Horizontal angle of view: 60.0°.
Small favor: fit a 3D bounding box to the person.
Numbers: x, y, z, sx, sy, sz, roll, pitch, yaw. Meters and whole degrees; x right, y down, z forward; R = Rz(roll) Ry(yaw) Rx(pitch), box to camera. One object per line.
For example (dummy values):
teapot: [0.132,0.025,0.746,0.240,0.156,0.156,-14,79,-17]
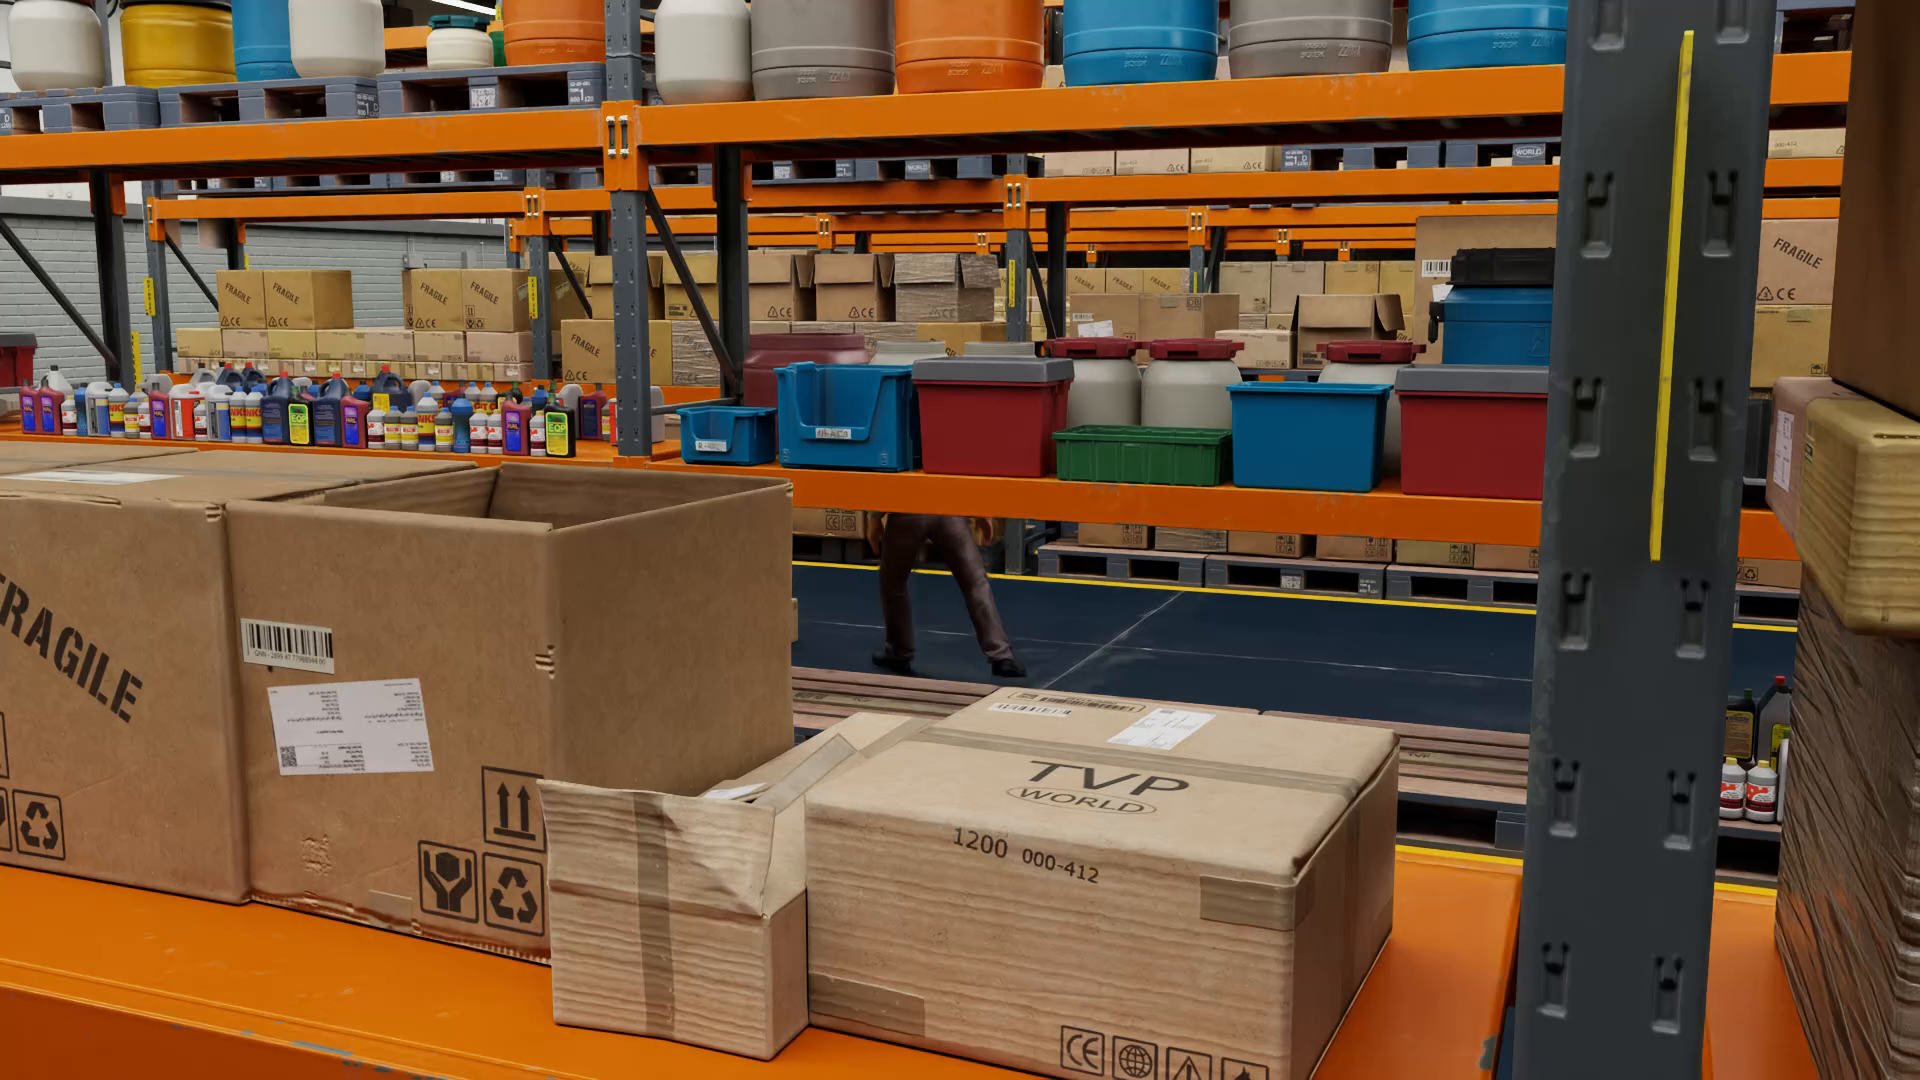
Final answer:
person: [-0.087,-0.100,8.702,0.770,1.673,0.890,-2,9,-13]
